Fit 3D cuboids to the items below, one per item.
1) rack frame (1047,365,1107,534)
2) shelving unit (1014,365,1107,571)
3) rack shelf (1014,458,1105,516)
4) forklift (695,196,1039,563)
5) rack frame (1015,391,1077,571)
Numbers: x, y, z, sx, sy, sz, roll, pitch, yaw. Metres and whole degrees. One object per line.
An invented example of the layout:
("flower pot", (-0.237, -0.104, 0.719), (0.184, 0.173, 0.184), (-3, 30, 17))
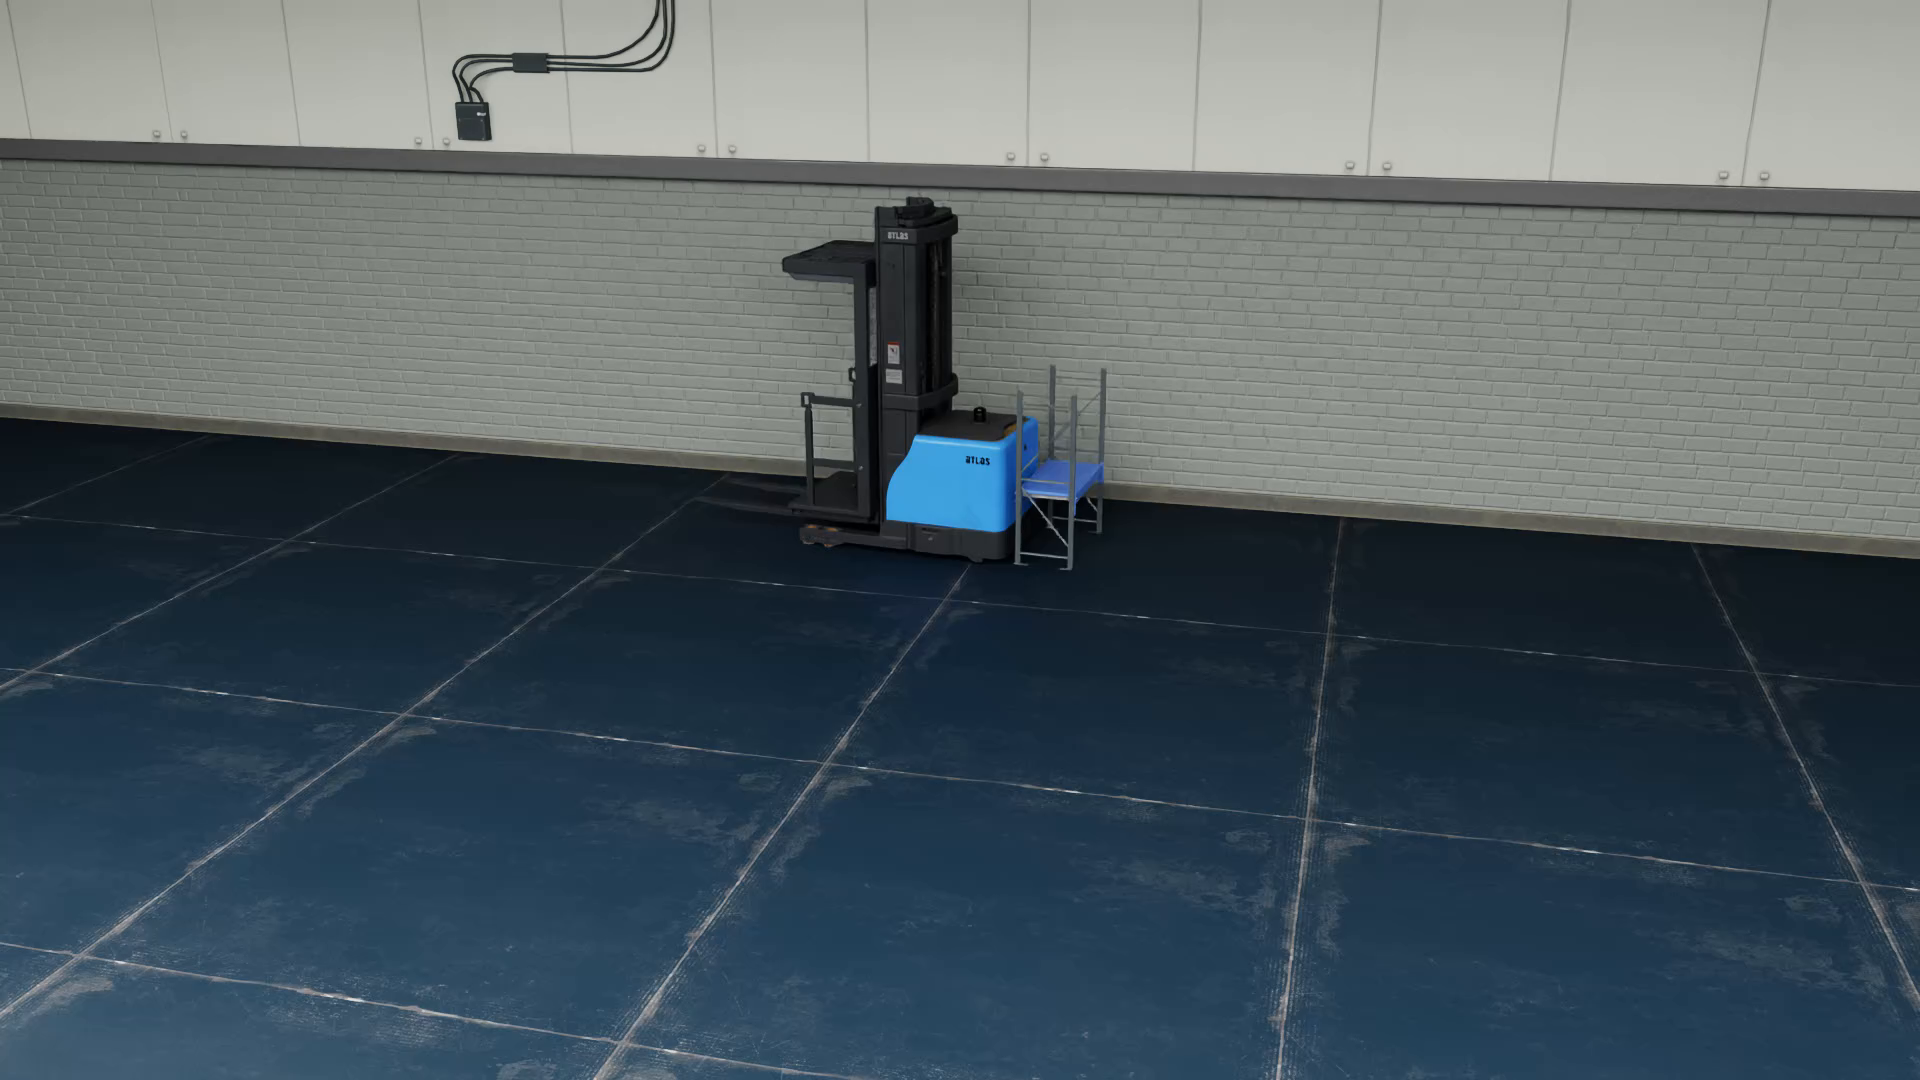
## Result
("rack frame", (1.027, -0.794, 14.692), (0.500, 1.500, 0.032), (6, 20, 17))
("shelving unit", (0.867, -0.638, 14.235), (0.538, 1.500, 1.048), (6, 20, 17))
("rack shelf", (0.867, -0.468, 14.293), (0.538, 0.185, 1.000), (6, 20, 17))
("forklift", (-0.874, -1.474, 14.469), (3.031, 2.935, 1.130), (7, 20, 19))
("rack frame", (0.708, -0.482, 13.778), (0.500, 1.500, 0.032), (6, 20, 17))
